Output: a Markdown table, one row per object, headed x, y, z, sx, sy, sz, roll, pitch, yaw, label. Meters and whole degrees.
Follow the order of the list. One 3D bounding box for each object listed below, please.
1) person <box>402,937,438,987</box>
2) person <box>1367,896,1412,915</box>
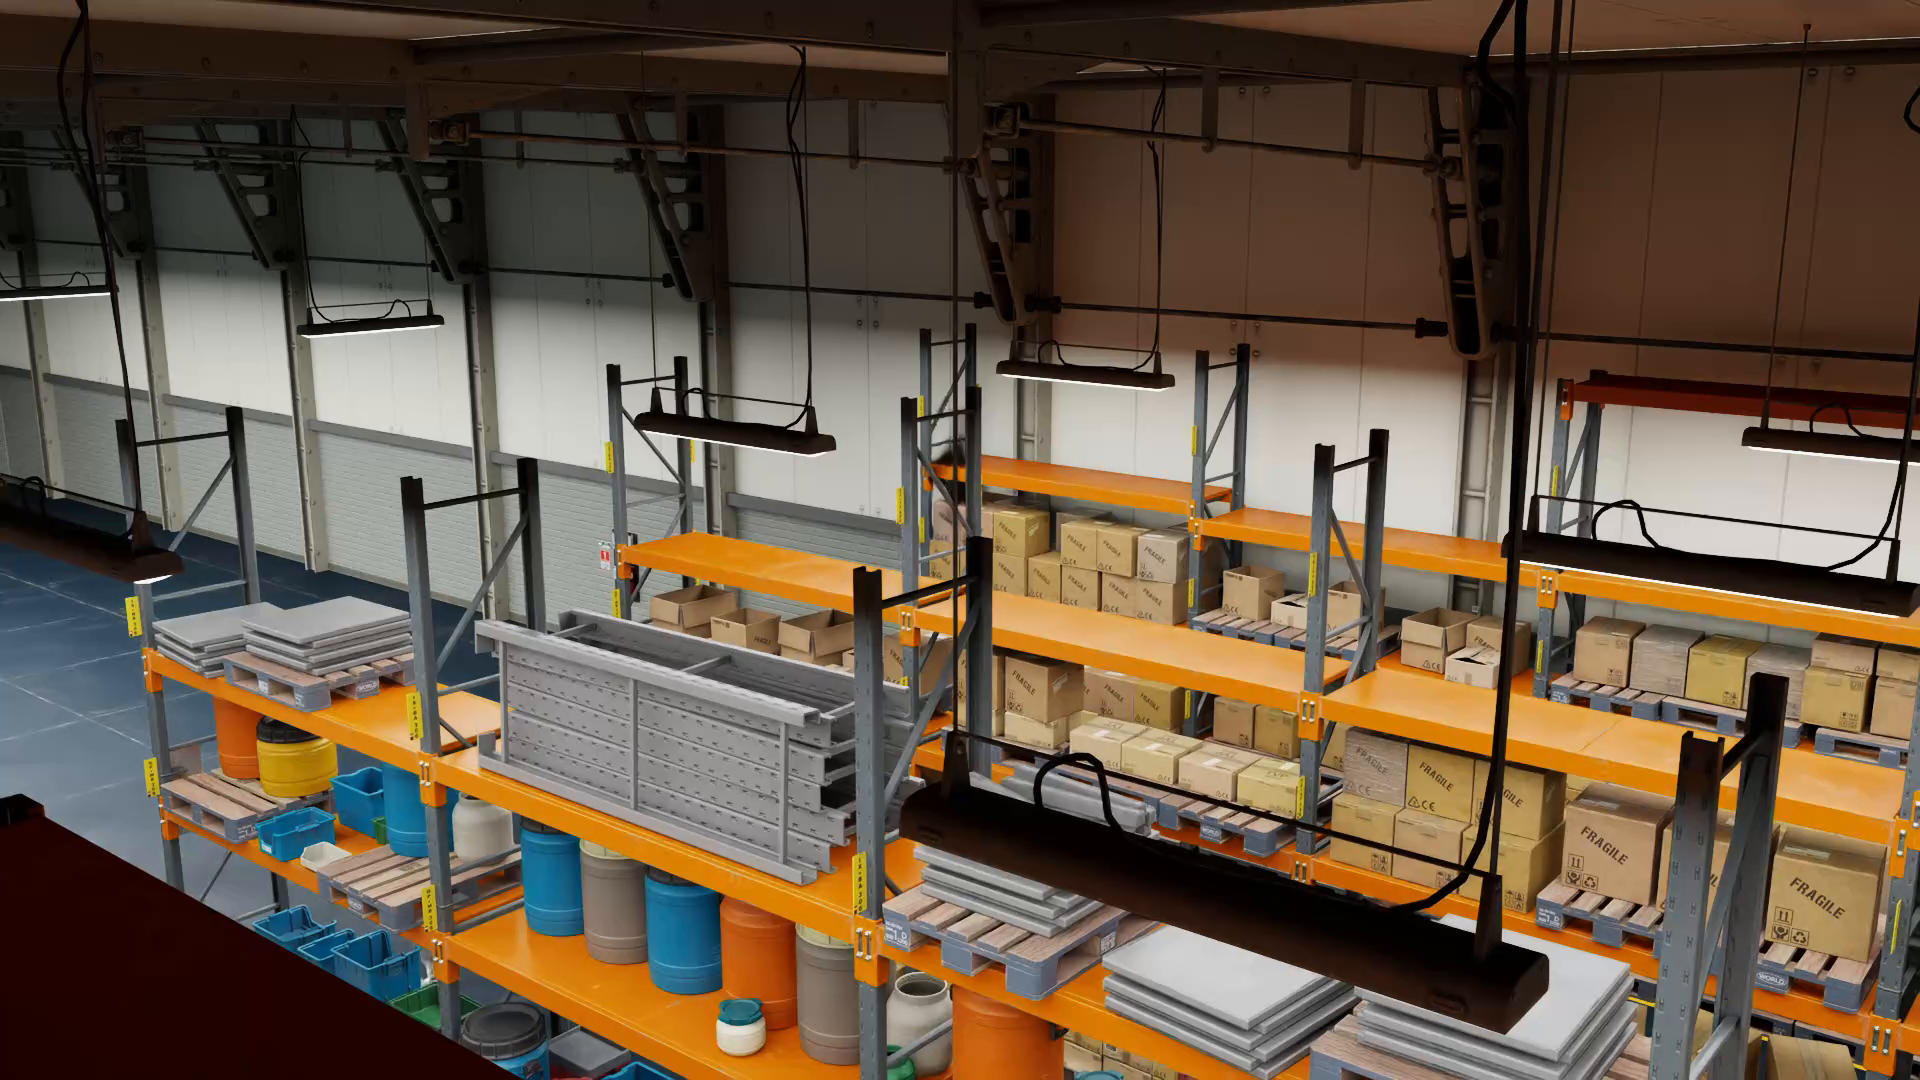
| x | y | z | sx | sy | sz | roll | pitch | yaw | label |
| --- | --- | --- | --- | --- | --- | --- | --- | --- | --- |
| -5.130 | 3.693 | 16.390 | 0.624 | 1.542 | 0.593 | 0 | 13 | -2 | person |
| 3.996 | 3.842 | 15.380 | 0.713 | 1.712 | 0.708 | 5 | 14 | 22 | person |
